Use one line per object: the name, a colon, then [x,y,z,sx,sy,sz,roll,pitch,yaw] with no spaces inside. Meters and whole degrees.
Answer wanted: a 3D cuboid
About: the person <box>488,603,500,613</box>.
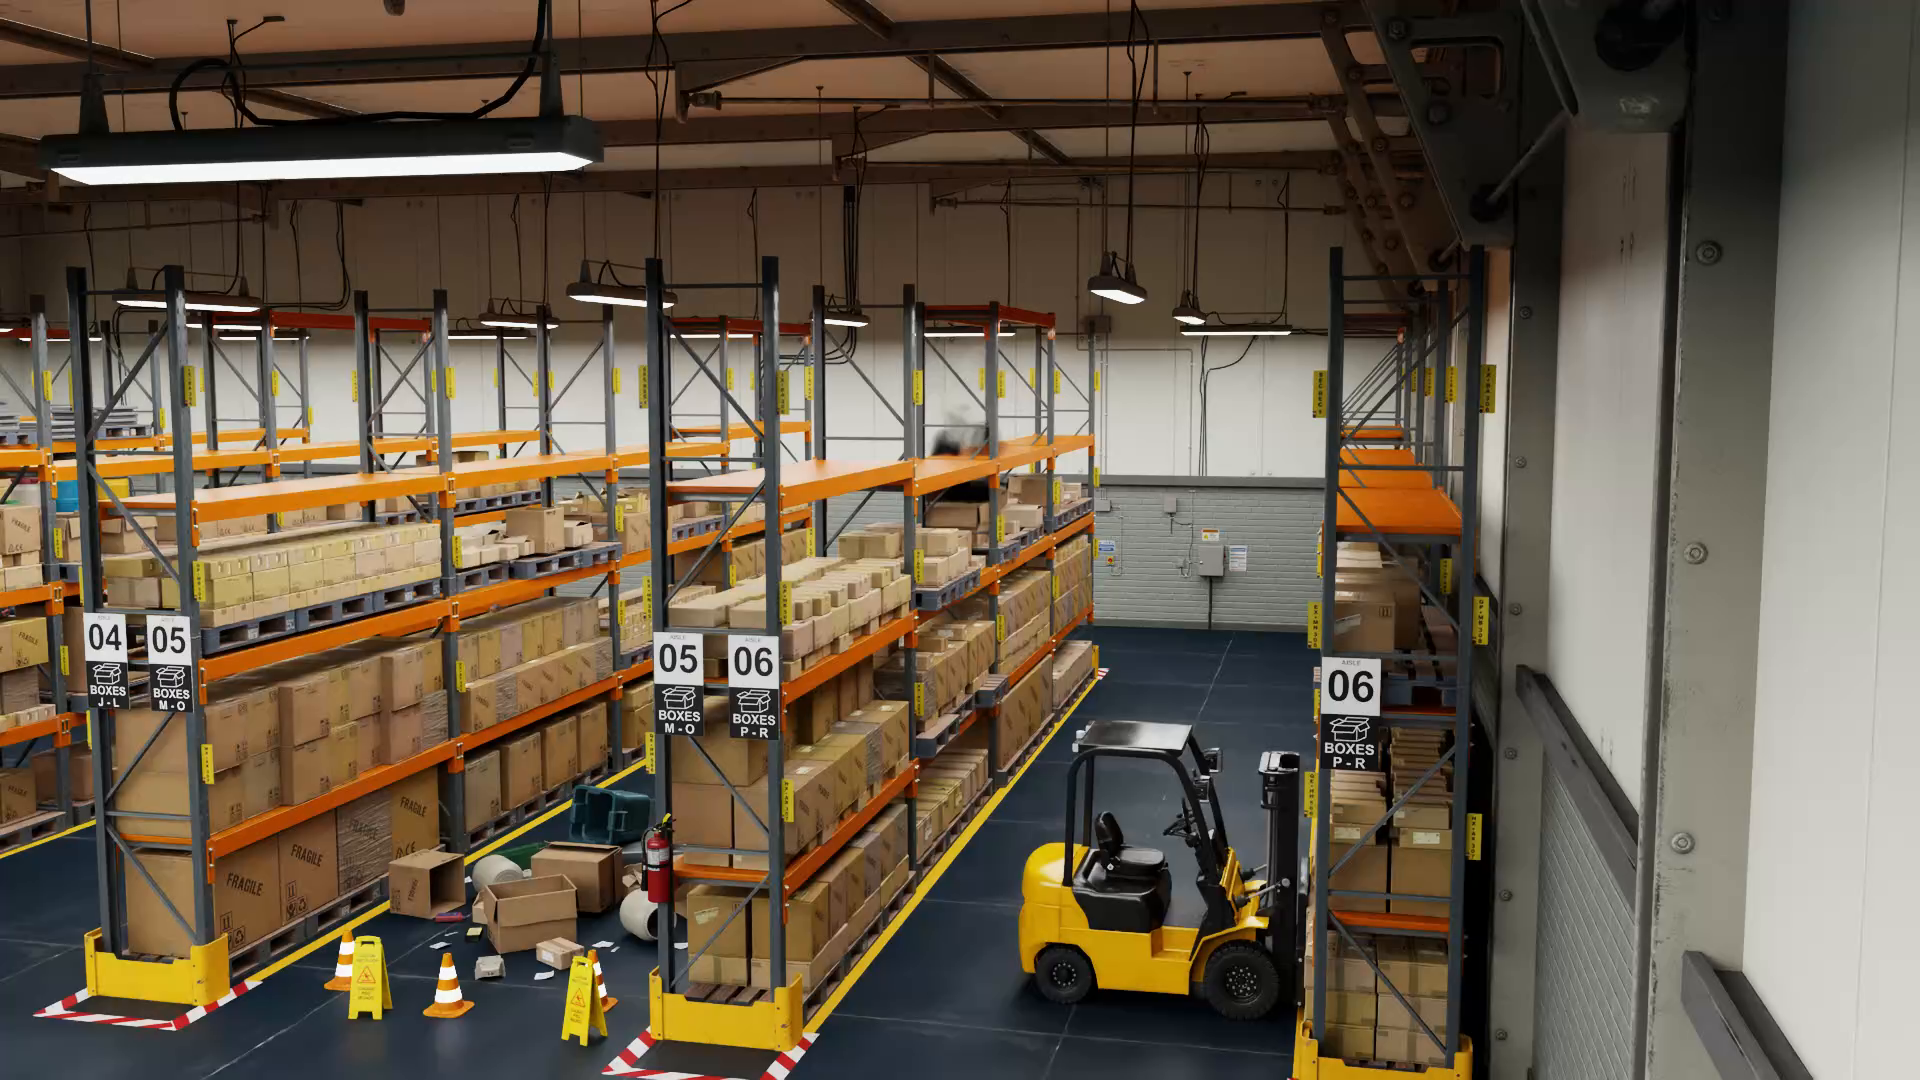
person: [-7.158,1.771,25.479,0.542,1.613,0.717,1,6,5]
